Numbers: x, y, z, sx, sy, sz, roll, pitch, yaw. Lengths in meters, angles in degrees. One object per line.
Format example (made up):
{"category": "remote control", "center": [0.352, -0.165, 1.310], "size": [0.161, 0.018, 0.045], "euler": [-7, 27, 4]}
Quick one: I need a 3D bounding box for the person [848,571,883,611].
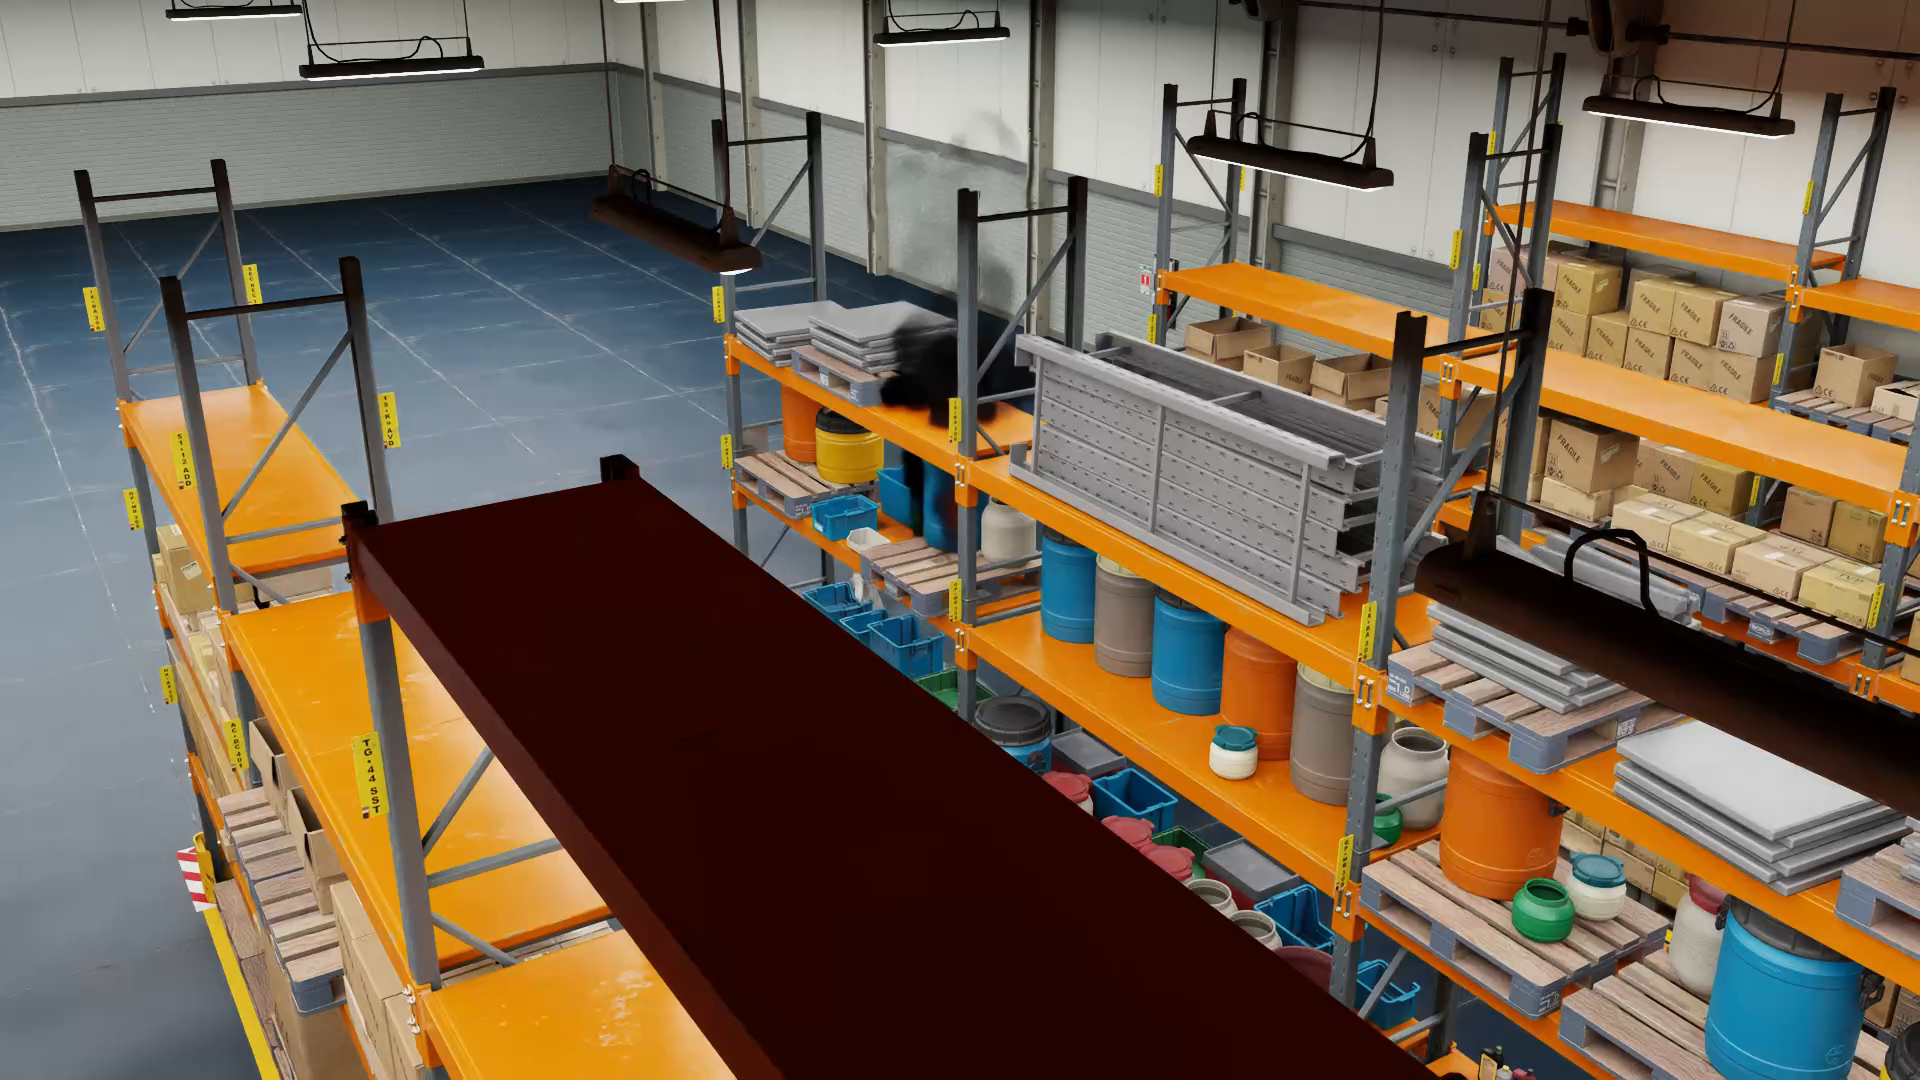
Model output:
{"category": "person", "center": [-0.946, 0.772, 17.445], "size": [0.528, 1.539, 0.552], "euler": [9, 24, 21]}
